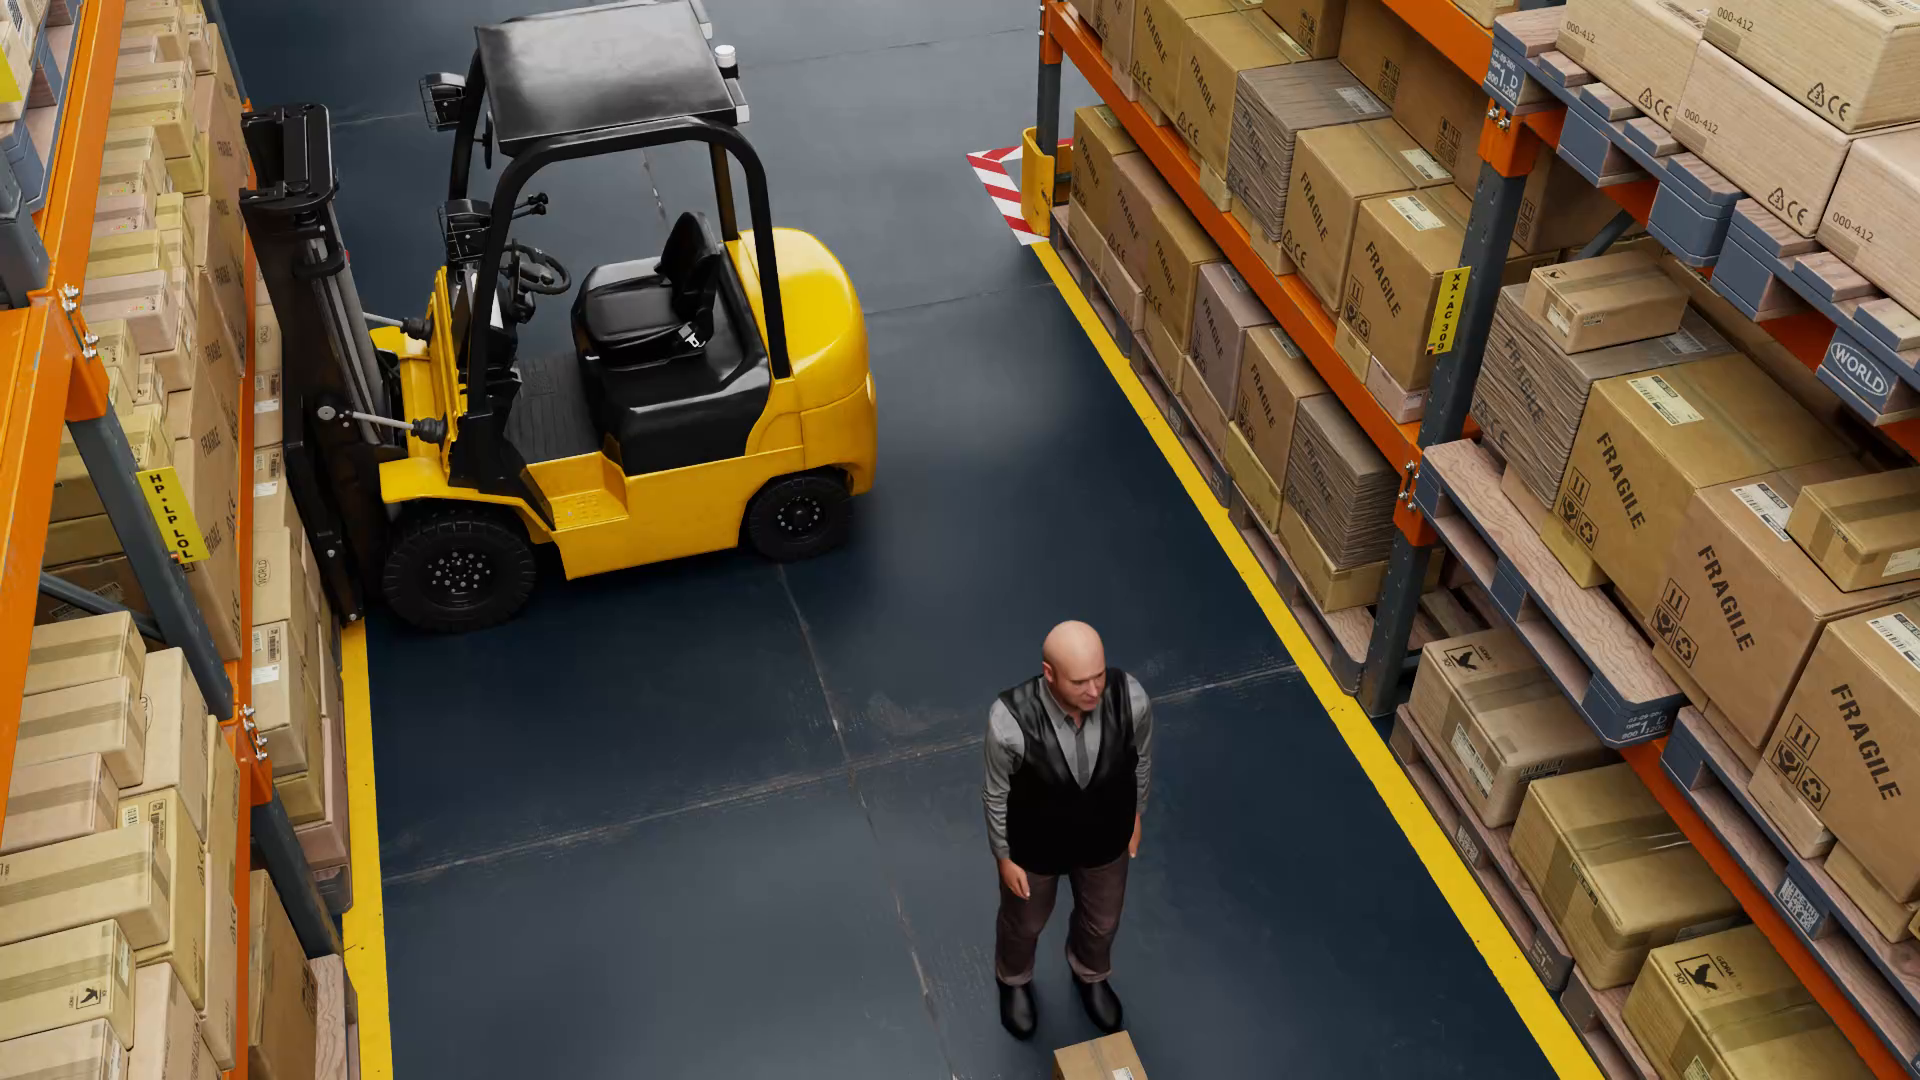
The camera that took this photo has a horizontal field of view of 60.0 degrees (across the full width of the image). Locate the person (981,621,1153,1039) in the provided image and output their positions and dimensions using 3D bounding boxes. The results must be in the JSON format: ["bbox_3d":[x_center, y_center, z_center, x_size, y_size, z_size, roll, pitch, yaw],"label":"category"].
[{"bbox_3d":[0.336,0.930,5.149,0.544,1.726,0.393,-11,43,-12],"label":"person"}]
